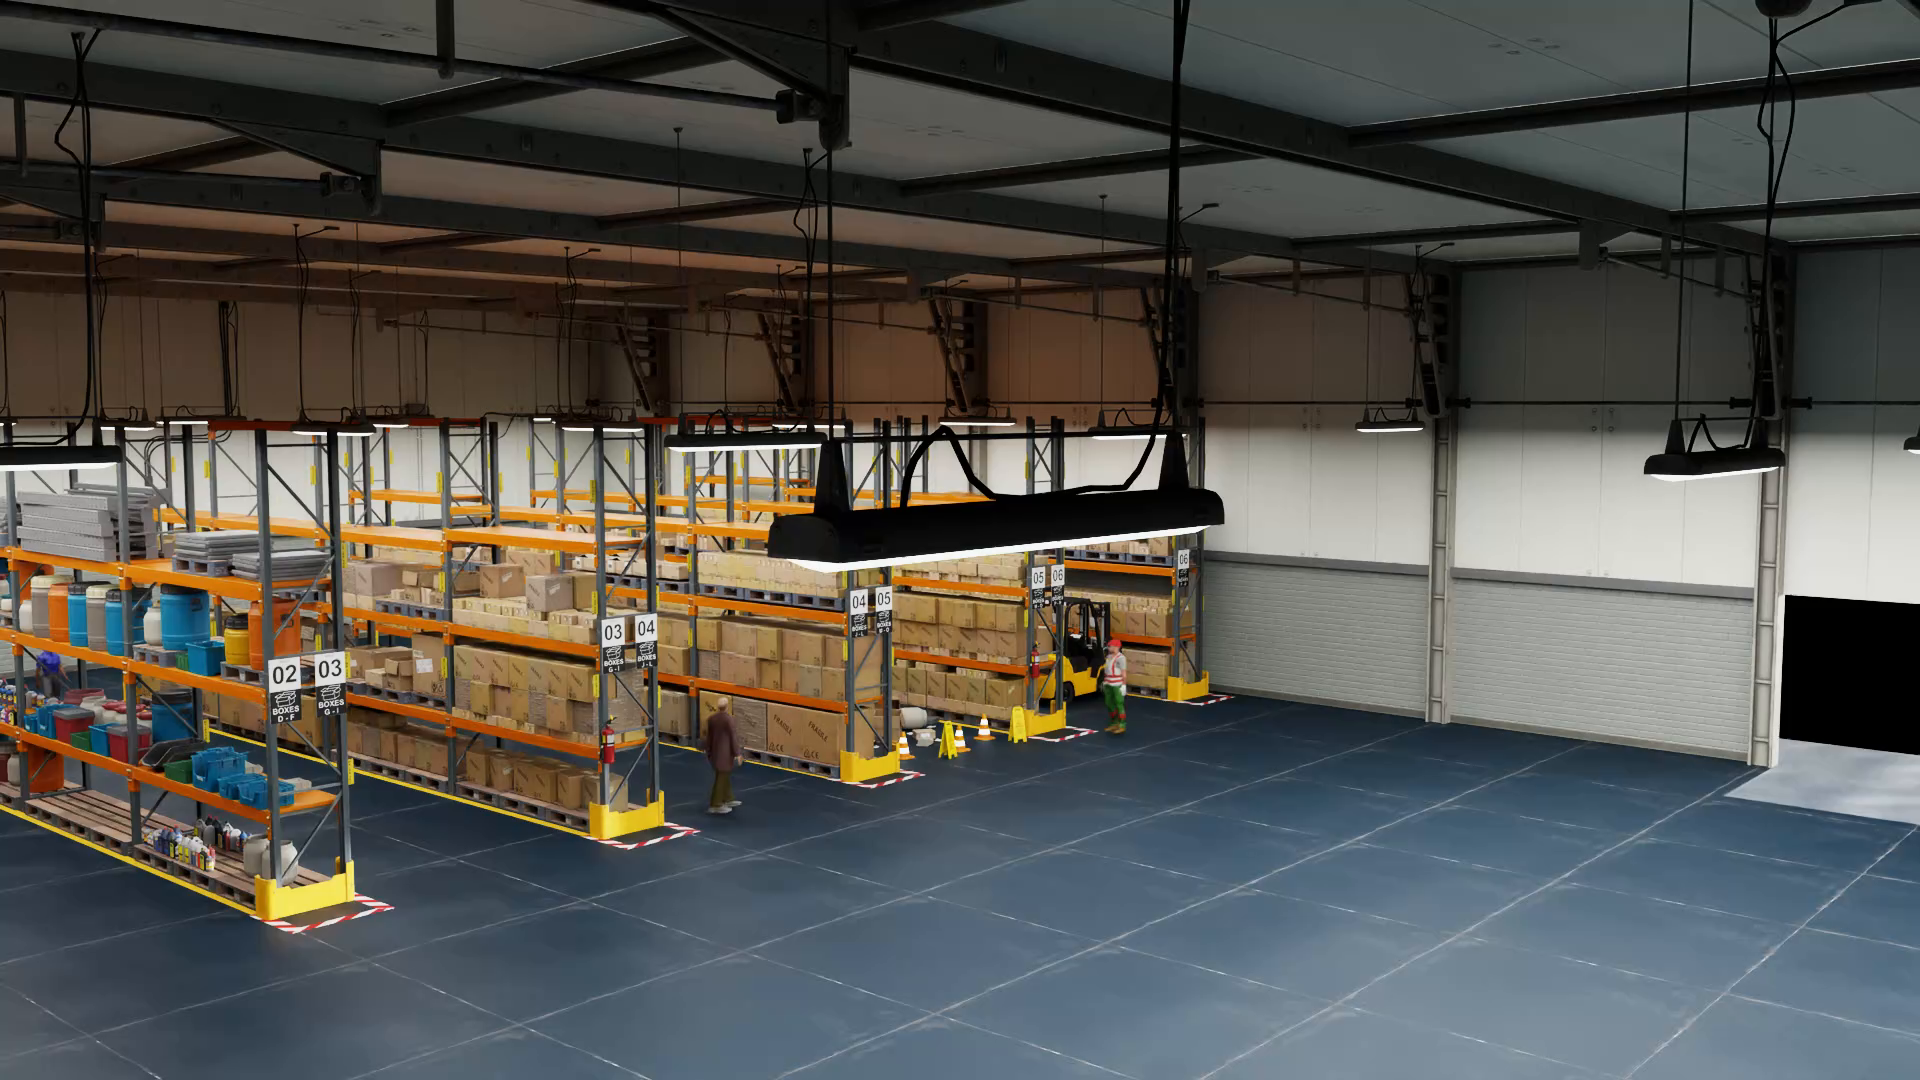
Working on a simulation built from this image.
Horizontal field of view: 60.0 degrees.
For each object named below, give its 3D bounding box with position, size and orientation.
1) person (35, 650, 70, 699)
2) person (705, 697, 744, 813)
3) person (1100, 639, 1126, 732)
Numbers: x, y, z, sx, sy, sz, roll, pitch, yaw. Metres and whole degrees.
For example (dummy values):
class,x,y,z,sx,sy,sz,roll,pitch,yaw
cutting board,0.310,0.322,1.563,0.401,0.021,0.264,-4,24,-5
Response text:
class,x,y,z,sx,sy,sz,roll,pitch,yaw
person,-18.038,2.830,33.050,0.596,1.503,0.965,-4,6,-39
person,-3.594,3.313,25.729,0.659,1.778,0.622,-3,6,-33
person,2.958,2.796,31.847,0.358,1.822,0.676,-3,6,-33
